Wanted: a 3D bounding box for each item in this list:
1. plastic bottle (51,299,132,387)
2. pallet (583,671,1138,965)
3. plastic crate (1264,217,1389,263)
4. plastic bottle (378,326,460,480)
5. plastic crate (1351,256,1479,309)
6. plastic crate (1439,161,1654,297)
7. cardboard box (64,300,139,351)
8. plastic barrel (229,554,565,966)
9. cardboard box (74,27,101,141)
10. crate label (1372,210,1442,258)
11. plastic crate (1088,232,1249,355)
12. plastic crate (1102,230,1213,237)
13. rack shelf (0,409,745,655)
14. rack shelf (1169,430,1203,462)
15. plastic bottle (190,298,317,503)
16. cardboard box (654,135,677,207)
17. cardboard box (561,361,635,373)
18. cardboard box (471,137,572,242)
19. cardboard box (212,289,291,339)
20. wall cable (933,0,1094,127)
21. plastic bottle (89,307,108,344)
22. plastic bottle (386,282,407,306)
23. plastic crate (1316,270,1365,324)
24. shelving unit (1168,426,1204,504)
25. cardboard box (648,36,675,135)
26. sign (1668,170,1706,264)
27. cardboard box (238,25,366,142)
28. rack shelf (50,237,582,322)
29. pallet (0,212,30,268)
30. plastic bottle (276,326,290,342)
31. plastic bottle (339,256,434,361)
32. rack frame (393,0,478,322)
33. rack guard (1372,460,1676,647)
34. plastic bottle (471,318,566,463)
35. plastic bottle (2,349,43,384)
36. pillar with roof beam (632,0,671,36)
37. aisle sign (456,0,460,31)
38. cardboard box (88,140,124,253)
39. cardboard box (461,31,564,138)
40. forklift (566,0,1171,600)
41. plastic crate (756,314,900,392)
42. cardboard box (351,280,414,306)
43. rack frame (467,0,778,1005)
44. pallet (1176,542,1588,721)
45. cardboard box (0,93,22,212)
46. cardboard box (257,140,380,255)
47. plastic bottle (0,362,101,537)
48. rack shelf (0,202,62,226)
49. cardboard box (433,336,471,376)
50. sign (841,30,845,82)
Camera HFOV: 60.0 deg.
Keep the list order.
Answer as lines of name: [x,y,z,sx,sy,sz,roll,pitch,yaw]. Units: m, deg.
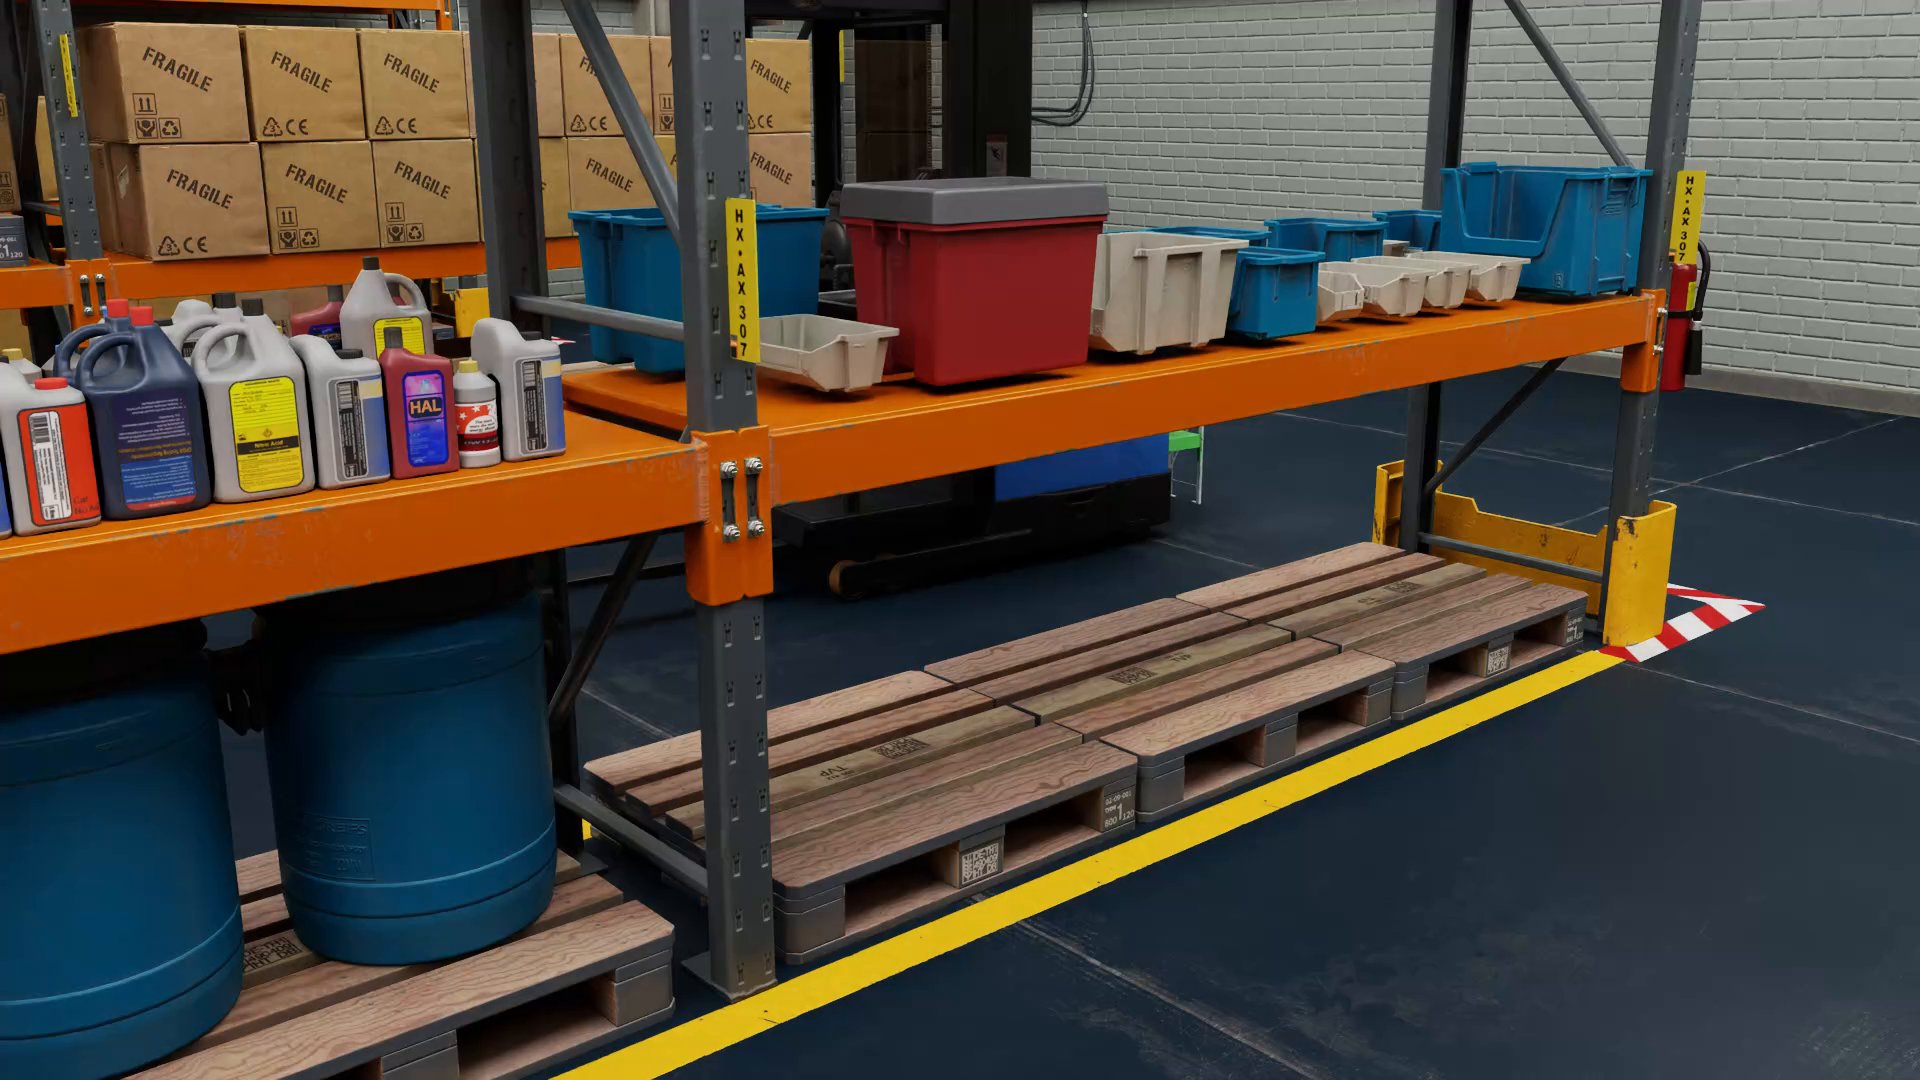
plastic bottle: [-1.512,-0.252,2.977,0.185,0.351,0.144,-13,19,-39]
pallet: [-0.270,0.717,4.658,1.213,0.211,1.003,-13,19,-39]
plastic crate: [1.319,-1.035,6.021,0.300,0.233,0.416,-13,19,-39]
plastic bottle: [-1.029,-0.264,3.154,0.133,0.283,0.061,-13,19,-39]
plastic crate: [1.494,-0.858,5.545,0.243,0.136,0.396,-13,19,-39]
plastic crate: [2.088,-1.129,5.980,0.499,0.435,0.616,-13,19,-39]
cardboard box: [-6.290,-1.614,12.009,0.500,0.500,0.700,-13,20,-40]
plastic barrel: [-1.221,0.401,3.688,0.708,0.901,0.600,-13,19,-39]
cardboard box: [-3.836,-2.131,7.784,0.500,0.500,0.500,-13,19,-39]
crate label: [1.816,-1.147,6.438,0.303,0.233,0.416,-13,19,-39]
plastic crate: [0.474,-0.693,4.646,0.530,0.282,0.437,-13,19,-39]
plastic crate: [0.596,-0.873,5.413,0.300,0.233,0.416,-13,19,-39]
rack shelf: [-2.308,0.188,2.628,4.000,0.370,1.077,-13,19,-39]
rack shelf: [0.948,-0.457,8.315,0.480,0.148,0.258,-10,18,-34]
plastic bottle: [-1.278,-0.255,2.989,0.185,0.351,0.144,-13,19,-39]
cardboard box: [-1.579,-1.972,9.126,0.500,0.500,0.500,-12,19,-39]
cardboard box: [-2.004,-0.904,9.796,0.500,0.250,0.500,-13,19,-39]
cardboard box: [-2.339,-1.803,8.495,0.500,0.500,0.500,-13,20,-40]
cardboard box: [-5.504,-1.792,12.676,0.500,0.500,0.700,-13,20,-41]
wall cable: [0.216,-5.392,16.514,0.112,2.526,3.097,-13,19,-39]
plastic bottle: [-1.780,-0.356,3.519,0.097,0.271,0.097,0,15,0]
plastic bottle: [-1.356,-0.463,3.897,0.133,0.283,0.061,-13,19,-39]
plastic crate: [1.089,-0.752,5.149,0.250,0.136,0.298,-13,19,-39]
shelving unit: [0.948,-0.751,8.236,0.503,1.200,0.258,-10,18,-34]
cardboard box: [-1.566,-2.458,9.008,0.500,0.500,0.500,-12,19,-38]
sign: [2.592,-1.151,5.929,0.005,0.325,0.100,-13,19,-39]
cardboard box: [-3.119,-2.107,7.696,0.500,0.500,0.500,-13,20,-41]
rack shelf: [-2.539,-1.455,8.778,4.000,0.370,1.077,-13,19,-39]
pallet: [-4.722,-1.257,7.014,1.213,0.211,1.003,-13,19,-39]
plastic bottle: [-1.532,-0.378,3.737,0.097,0.201,0.097,0,15,0]
plastic bottle: [-1.308,-0.471,3.798,0.185,0.351,0.144,-13,19,-39]
rack frame: [-4.285,-3.105,13.561,0.127,3.000,1.000,-13,19,-39]
rack guard: [2.228,0.025,6.688,0.348,0.500,1.175,-13,19,-39]
plastic bottle: [-0.884,-0.309,3.334,0.135,0.276,0.152,-13,19,-39]
plastic bottle: [-1.927,-0.289,3.405,0.097,0.201,0.097,0,15,0]
pillar with roof beam: [0.010,-5.791,11.992,0.400,9.000,9.100,-13,19,-39]
aisle sign: [-4.034,-4.315,13.053,0.004,0.787,0.394,-13,19,-39]
cardboard box: [-3.839,-1.646,7.908,0.500,0.500,0.500,-12,19,-38]
cardboard box: [-2.342,-2.282,8.350,0.500,0.500,0.500,-12,19,-38]
forklift: [-0.510,-1.323,7.025,3.031,2.935,1.130,-10,18,-34]
plastic crate: [-0.354,-0.451,4.021,0.243,0.136,0.396,-13,19,-39]
cardboard box: [-4.747,-1.962,13.313,0.500,0.500,0.700,-13,19,-39]
rack frame: [-0.799,-0.499,3.804,0.127,3.000,1.000,-13,19,-39]
pallet: [1.571,0.303,6.206,1.213,0.211,1.003,-13,19,-39]
cardboard box: [-4.552,-1.678,7.212,0.700,0.500,0.500,8,17,28]
cardboard box: [-3.100,-1.632,7.855,0.500,0.500,0.500,-12,19,-38]
plastic bottle: [-1.540,-0.162,2.783,0.135,0.276,0.152,-13,19,-39]
rack shelf: [-5.794,-2.419,12.386,4.000,0.370,1.077,-13,19,-39]
cardboard box: [-2.634,-0.789,8.877,0.637,0.503,0.797,-13,19,-39]
sign: [-0.681,-2.742,9.346,0.005,0.325,0.100,-13,19,-39]
